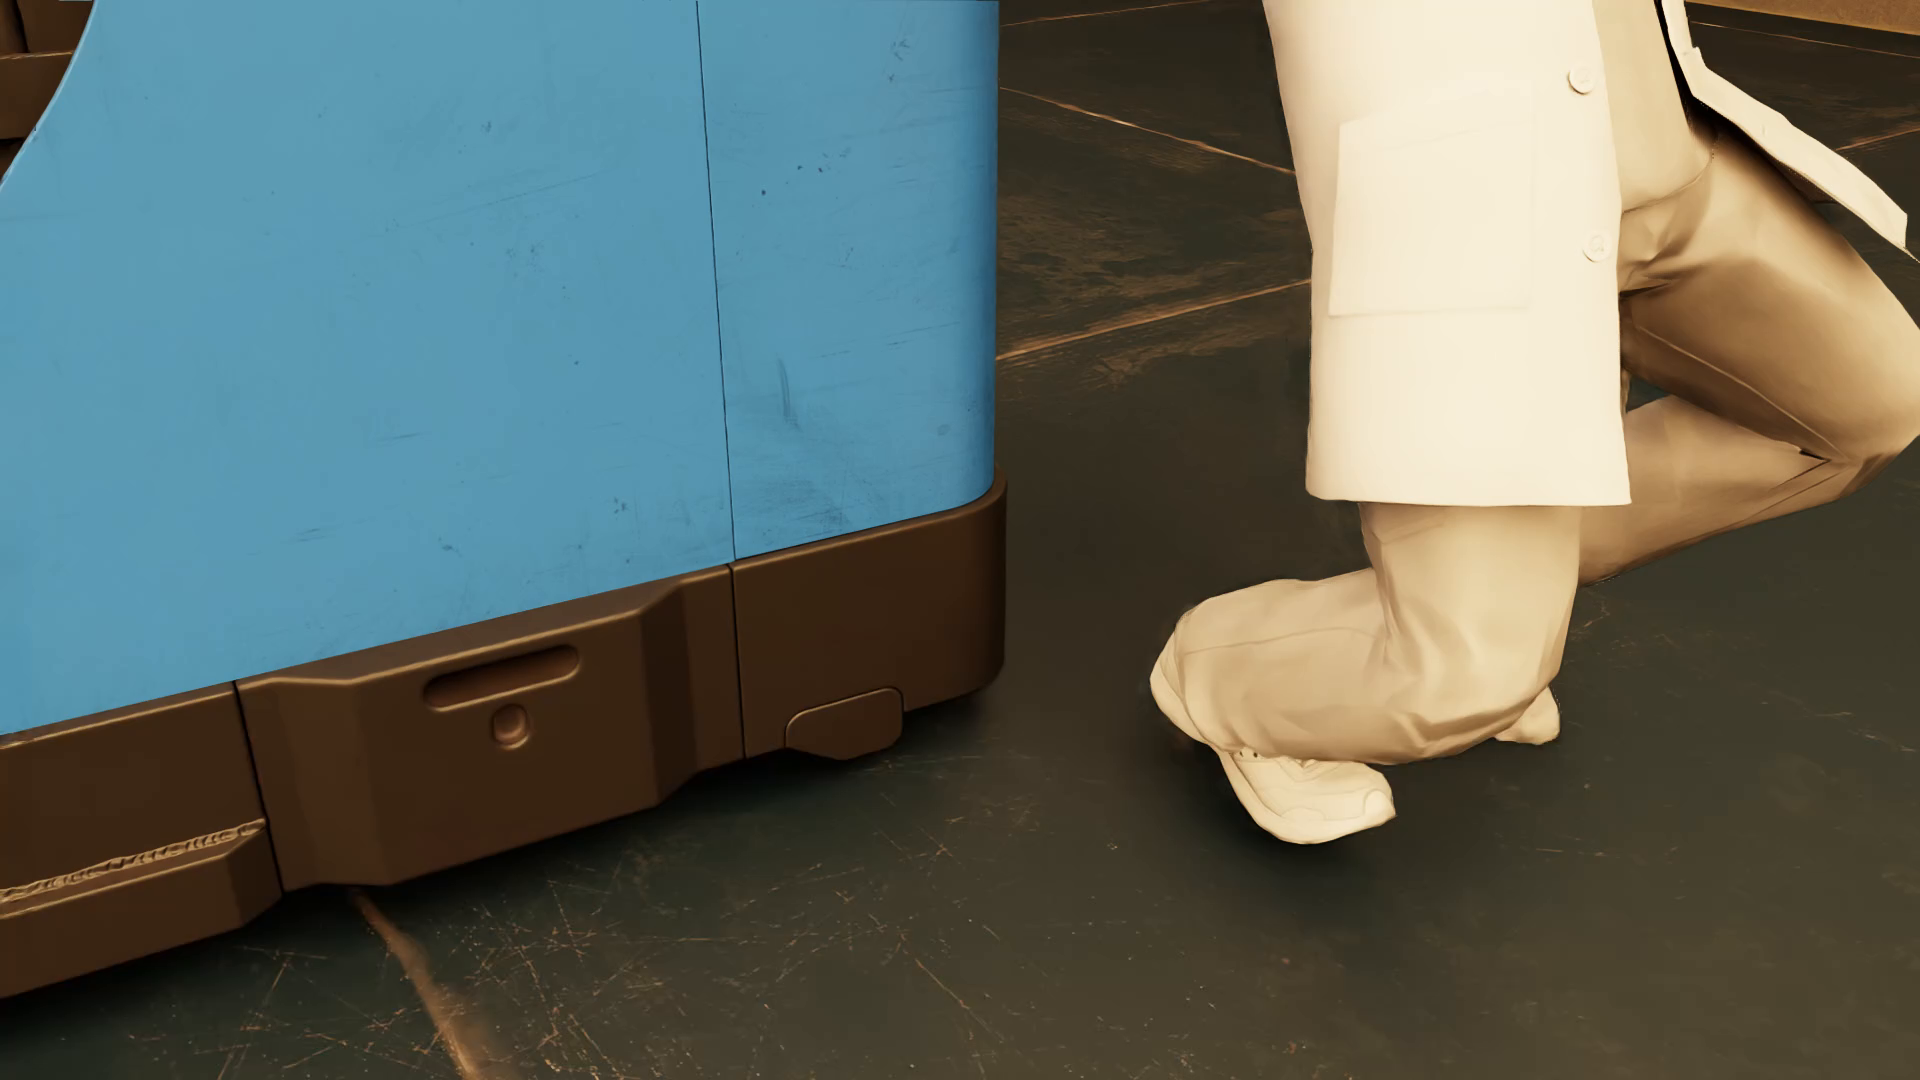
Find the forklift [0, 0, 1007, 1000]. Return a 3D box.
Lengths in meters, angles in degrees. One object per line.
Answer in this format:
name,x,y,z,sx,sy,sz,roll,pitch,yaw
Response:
forklift,-1.487,-0.962,1.148,3.031,2.935,1.130,-14,30,-26

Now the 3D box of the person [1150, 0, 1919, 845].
person,0.522,-0.472,1.603,1.011,1.693,0.768,-21,33,-35
